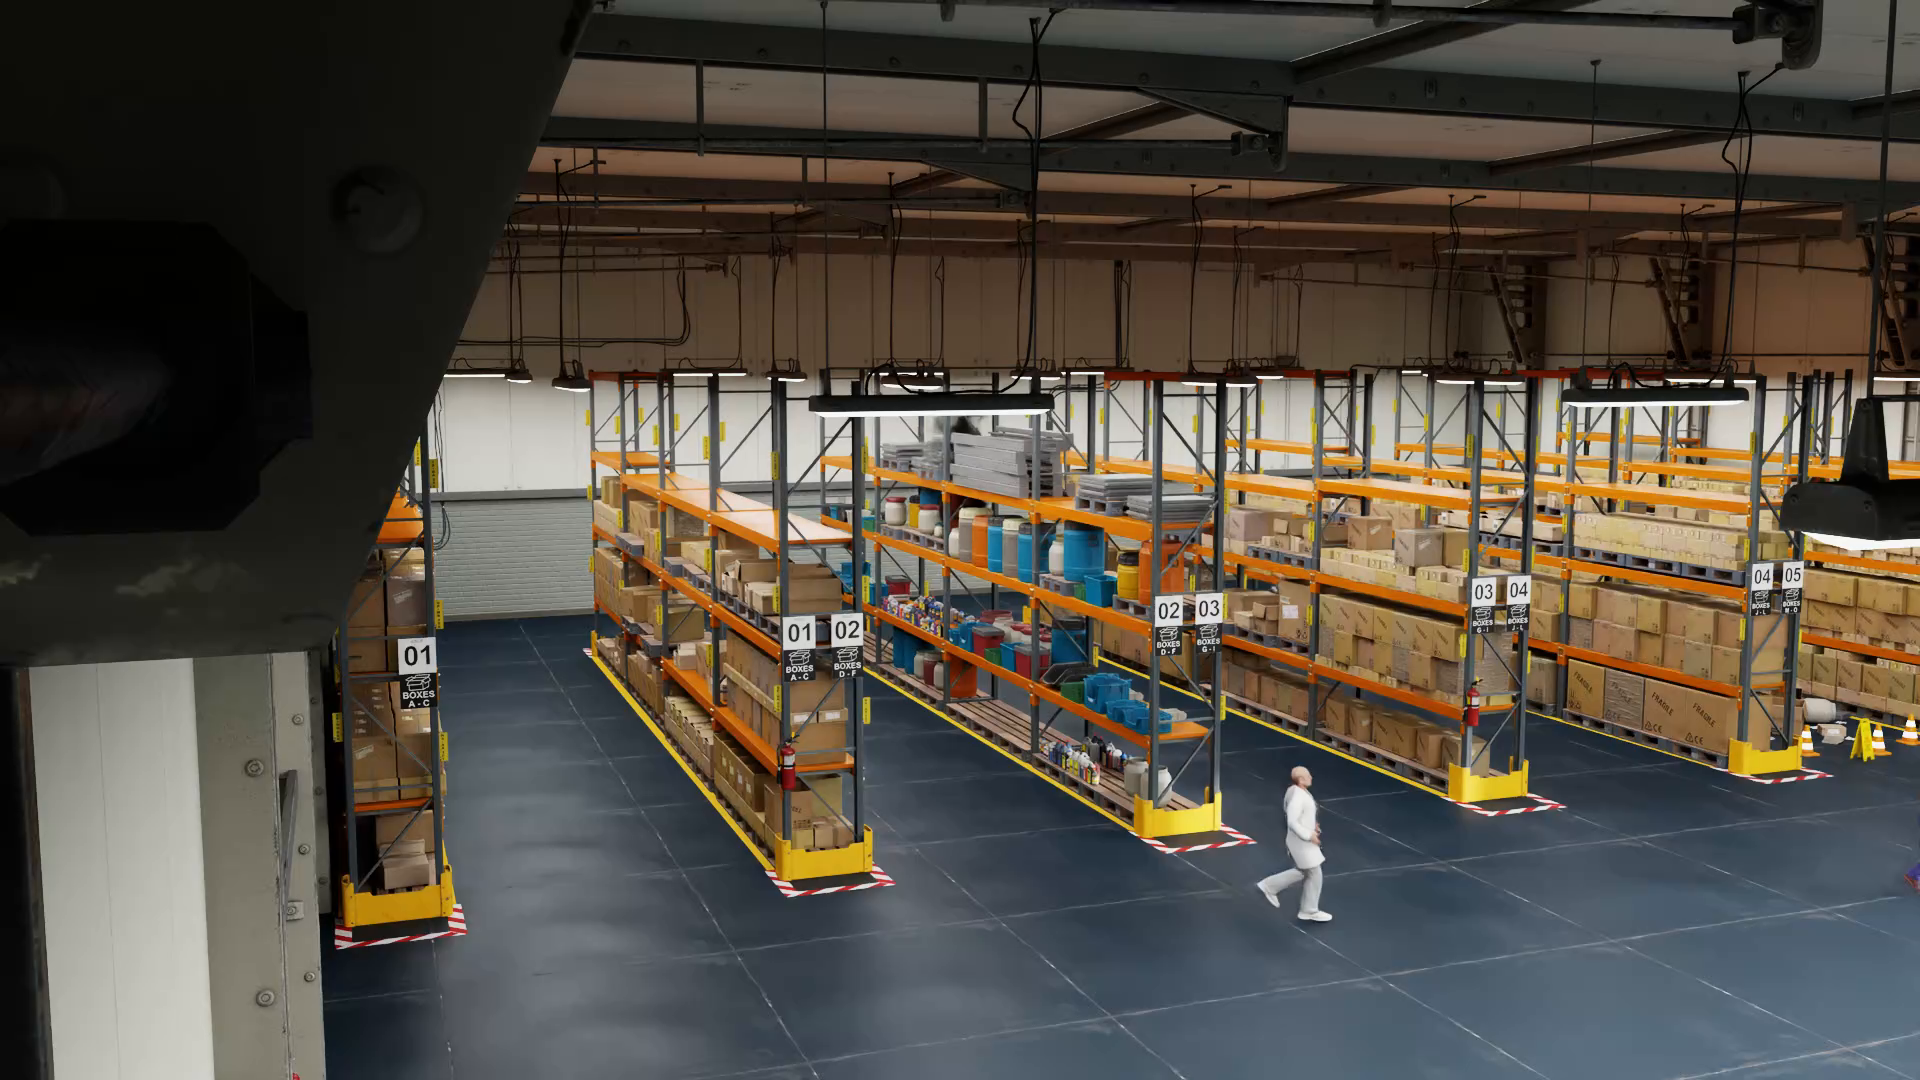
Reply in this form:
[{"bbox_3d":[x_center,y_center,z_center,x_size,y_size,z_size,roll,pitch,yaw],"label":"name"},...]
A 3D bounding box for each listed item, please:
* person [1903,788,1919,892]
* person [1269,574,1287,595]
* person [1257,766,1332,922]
[{"bbox_3d":[11.475,3.361,19.429,0.829,1.666,0.624,1,6,11],"label":"person"},{"bbox_3d":[6.781,1.555,34.960,0.657,1.703,0.971,-2,7,-17],"label":"person"},{"bbox_3d":[3.756,3.389,18.588,0.833,1.755,0.739,1,6,6],"label":"person"}]
